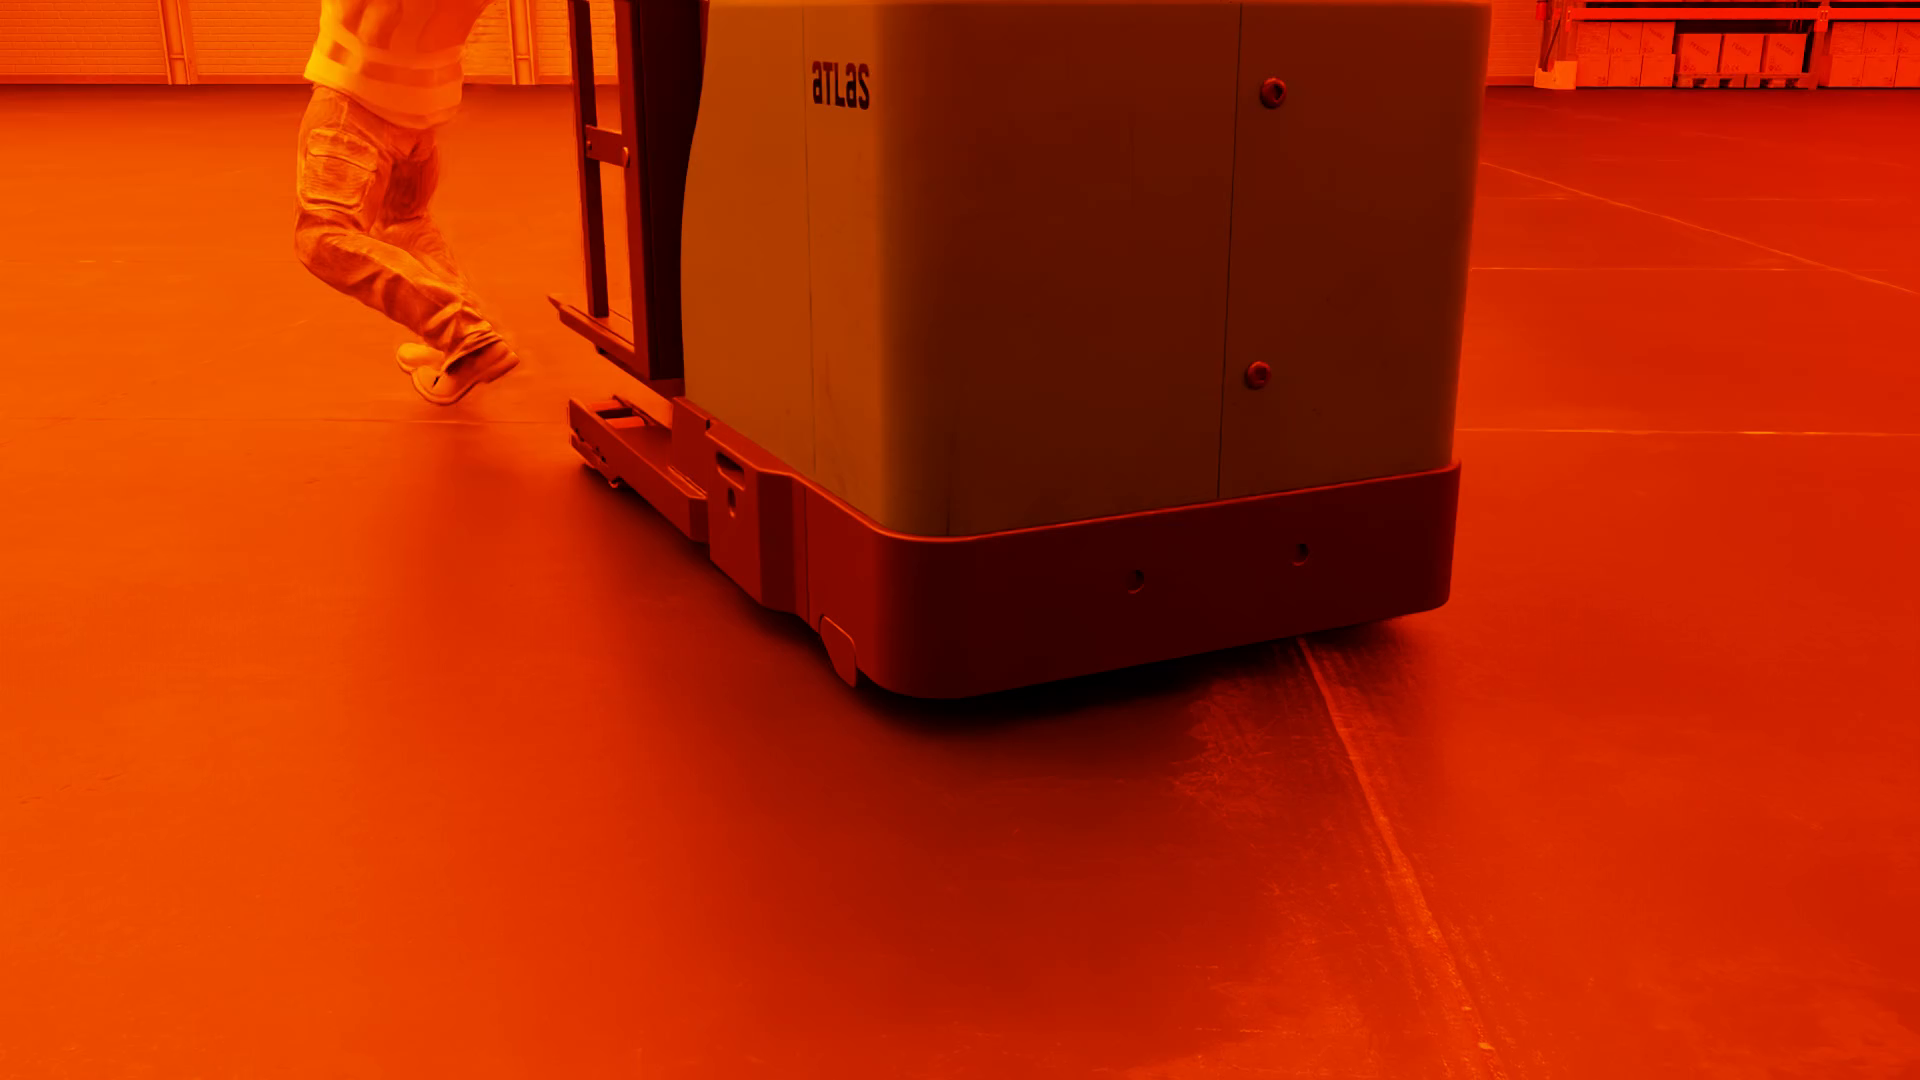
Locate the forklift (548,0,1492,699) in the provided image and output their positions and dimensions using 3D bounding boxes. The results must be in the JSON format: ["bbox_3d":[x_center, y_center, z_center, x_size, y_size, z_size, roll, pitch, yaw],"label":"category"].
[{"bbox_3d":[-0.267,-1.563,3.461,1.130,2.935,3.031,-8,19,-25],"label":"forklift"}]

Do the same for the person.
[{"bbox_3d":[-1.401,-1.155,4.347,0.739,1.509,1.107,2,17,5],"label":"person"}]
